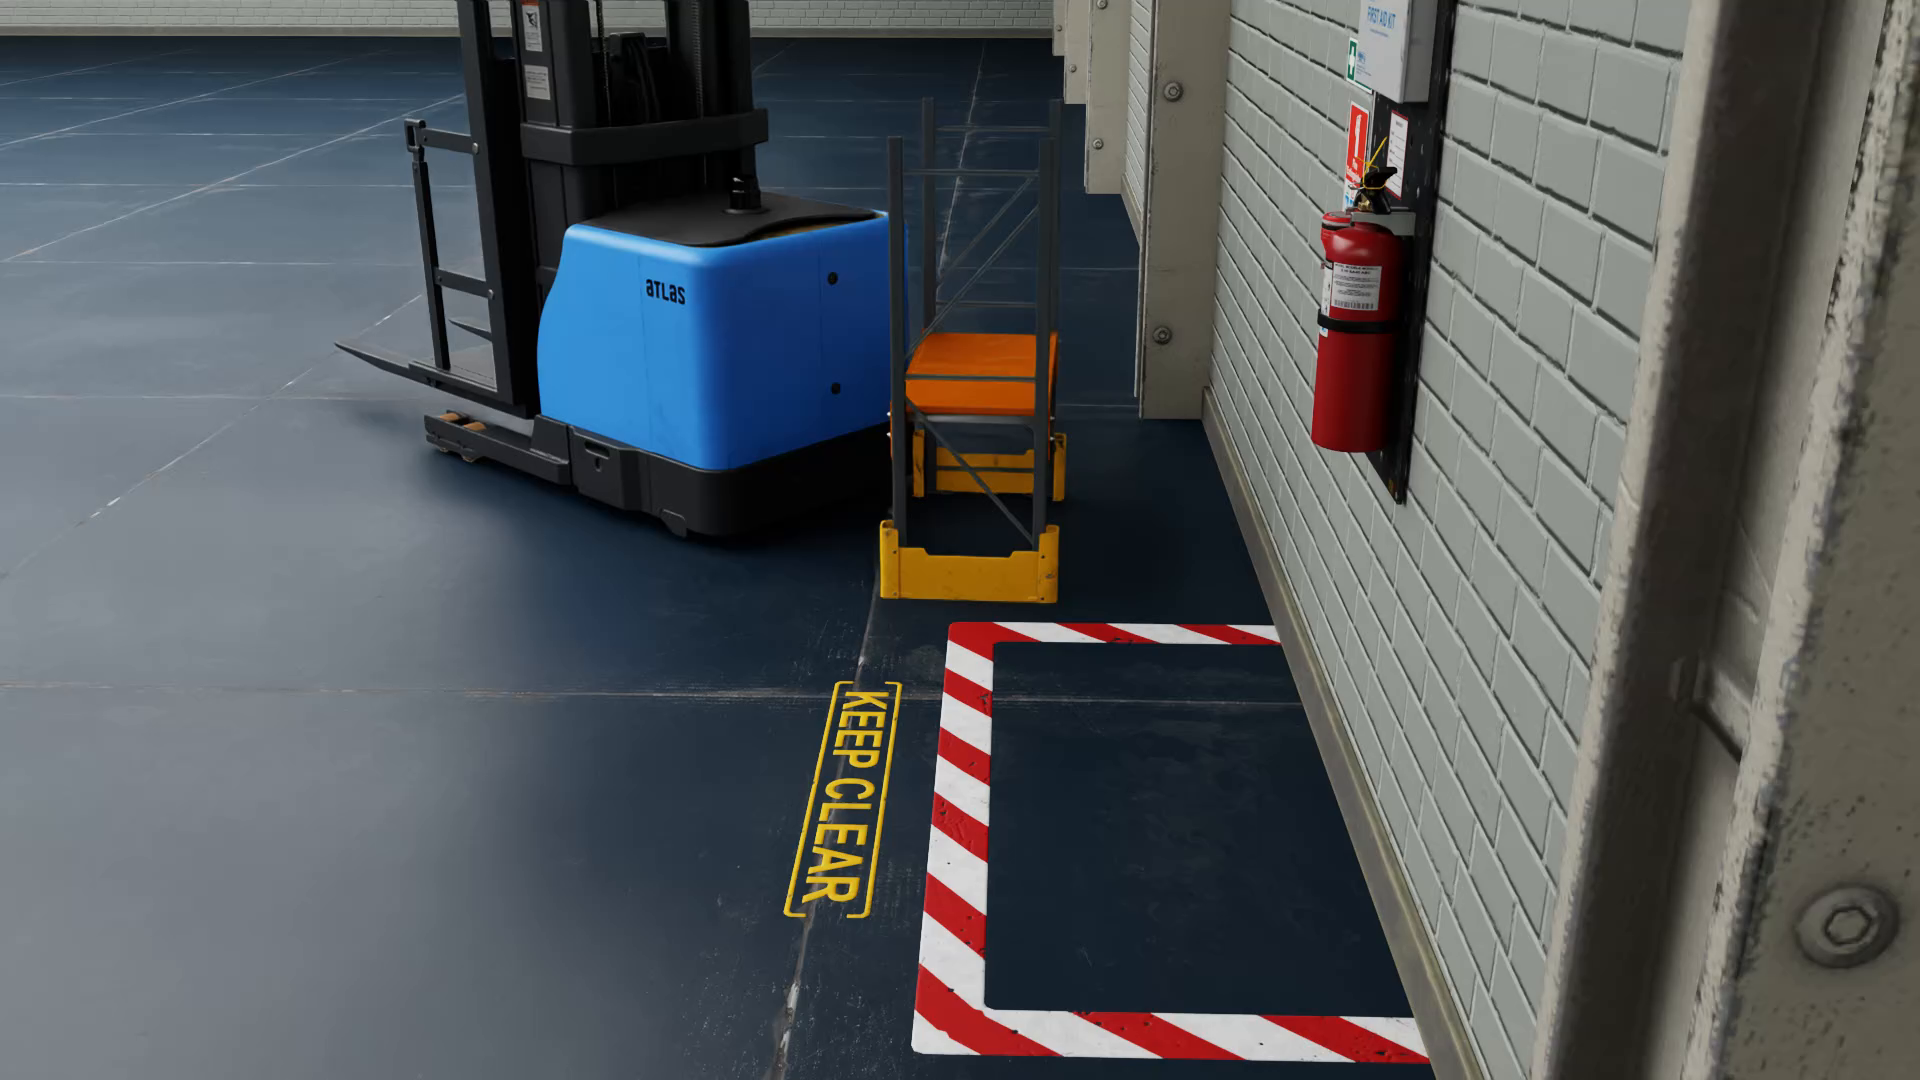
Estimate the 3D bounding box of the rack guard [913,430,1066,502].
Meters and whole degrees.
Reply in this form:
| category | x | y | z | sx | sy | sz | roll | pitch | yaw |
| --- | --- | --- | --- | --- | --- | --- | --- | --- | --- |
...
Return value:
| category | x | y | z | sx | sy | sz | roll | pitch | yaw |
| --- | --- | --- | --- | --- | --- | --- | --- | --- | --- |
| rack guard | 0.113 | -0.286 | 6.421 | 0.587 | 0.250 | 0.087 | 2 | 21 | 4 |

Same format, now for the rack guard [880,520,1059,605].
| category | x | y | z | sx | sy | sz | roll | pitch | yaw |
| --- | --- | --- | --- | --- | --- | --- | --- | --- | --- |
| rack guard | 0.031 | 0.073 | 5.496 | 0.587 | 0.250 | 0.087 | 2 | 21 | 4 |

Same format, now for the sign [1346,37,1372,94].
| category | x | y | z | sx | sy | sz | roll | pitch | yaw |
| --- | --- | --- | --- | --- | --- | --- | --- | --- | --- |
| sign | 1.007 | -1.196 | 4.182 | 0.001 | 0.109 | 0.331 | 1 | 21 | 2 |

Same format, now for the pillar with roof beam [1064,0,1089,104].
| category | x | y | z | sx | sy | sz | roll | pitch | yaw |
| --- | --- | --- | --- | --- | --- | --- | --- | --- | --- |
| pillar with roof beam | -2.973 | -9.194 | 17.285 | 9.100 | 9.000 | 0.400 | 1 | 21 | 2 |

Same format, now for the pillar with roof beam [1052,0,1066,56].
| category | x | y | z | sx | sy | sz | roll | pitch | yaw |
| --- | --- | --- | --- | --- | --- | --- | --- | --- | --- |
| pillar with roof beam | -2.790 | -11.364 | 22.876 | 9.100 | 9.000 | 0.400 | 1 | 21 | 2 |

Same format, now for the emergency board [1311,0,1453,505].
| category | x | y | z | sx | sy | sz | roll | pitch | yaw |
| --- | --- | --- | --- | --- | --- | --- | --- | --- | --- |
| emergency board | 0.896 | -0.735 | 3.776 | 0.194 | 1.169 | 0.643 | 1 | 21 | 2 |

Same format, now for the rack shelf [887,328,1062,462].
| category | x | y | z | sx | sy | sz | roll | pitch | yaw |
| --- | --- | --- | --- | --- | --- | --- | --- | --- | --- |
| rack shelf | 0.073 | -0.525 | 5.806 | 0.538 | 0.185 | 1.000 | 2 | 21 | 4 |

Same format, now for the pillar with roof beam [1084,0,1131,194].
| category | x | y | z | sx | sy | sz | roll | pitch | yaw |
| --- | --- | --- | --- | --- | --- | --- | --- | --- | --- |
| pillar with roof beam | -3.155 | -7.025 | 11.694 | 9.100 | 9.000 | 0.400 | 1 | 21 | 2 |

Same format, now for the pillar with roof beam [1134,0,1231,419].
| category | x | y | z | sx | sy | sz | roll | pitch | yaw |
| --- | --- | --- | --- | --- | --- | --- | --- | --- | --- |
| pillar with roof beam | -3.338 | -4.855 | 6.102 | 9.100 | 9.000 | 0.400 | 1 | 21 | 2 |

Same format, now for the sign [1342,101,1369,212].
| category | x | y | z | sx | sy | sz | roll | pitch | yaw |
| --- | --- | --- | --- | --- | --- | --- | --- | --- | --- |
| sign | 1.016 | -0.950 | 4.282 | 0.001 | 0.329 | 0.234 | 1 | 21 | 2 |

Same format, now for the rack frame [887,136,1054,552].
| category | x | y | z | sx | sy | sz | roll | pitch | yaw |
| --- | --- | --- | --- | --- | --- | --- | --- | --- | --- |
| rack frame | 0.031 | -0.509 | 5.268 | 0.500 | 1.500 | 0.032 | 2 | 21 | 4 |

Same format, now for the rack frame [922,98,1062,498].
| category | x | y | z | sx | sy | sz | roll | pitch | yaw |
| --- | --- | --- | --- | --- | --- | --- | --- | --- | --- |
| rack frame | 0.115 | -0.876 | 6.213 | 0.500 | 1.500 | 0.032 | 2 | 21 | 4 |

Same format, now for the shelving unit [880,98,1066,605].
| category | x | y | z | sx | sy | sz | roll | pitch | yaw |
| --- | --- | --- | --- | --- | --- | --- | --- | --- | --- |
| shelving unit | 0.072 | -0.689 | 5.732 | 0.587 | 1.500 | 1.083 | 2 | 21 | 4 |

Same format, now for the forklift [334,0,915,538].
| category | x | y | z | sx | sy | sz | roll | pitch | yaw |
| --- | --- | --- | --- | --- | --- | --- | --- | --- | --- |
| forklift | -1.602 | -1.807 | 6.634 | 3.031 | 2.935 | 1.130 | 18 | 28 | 39 |
